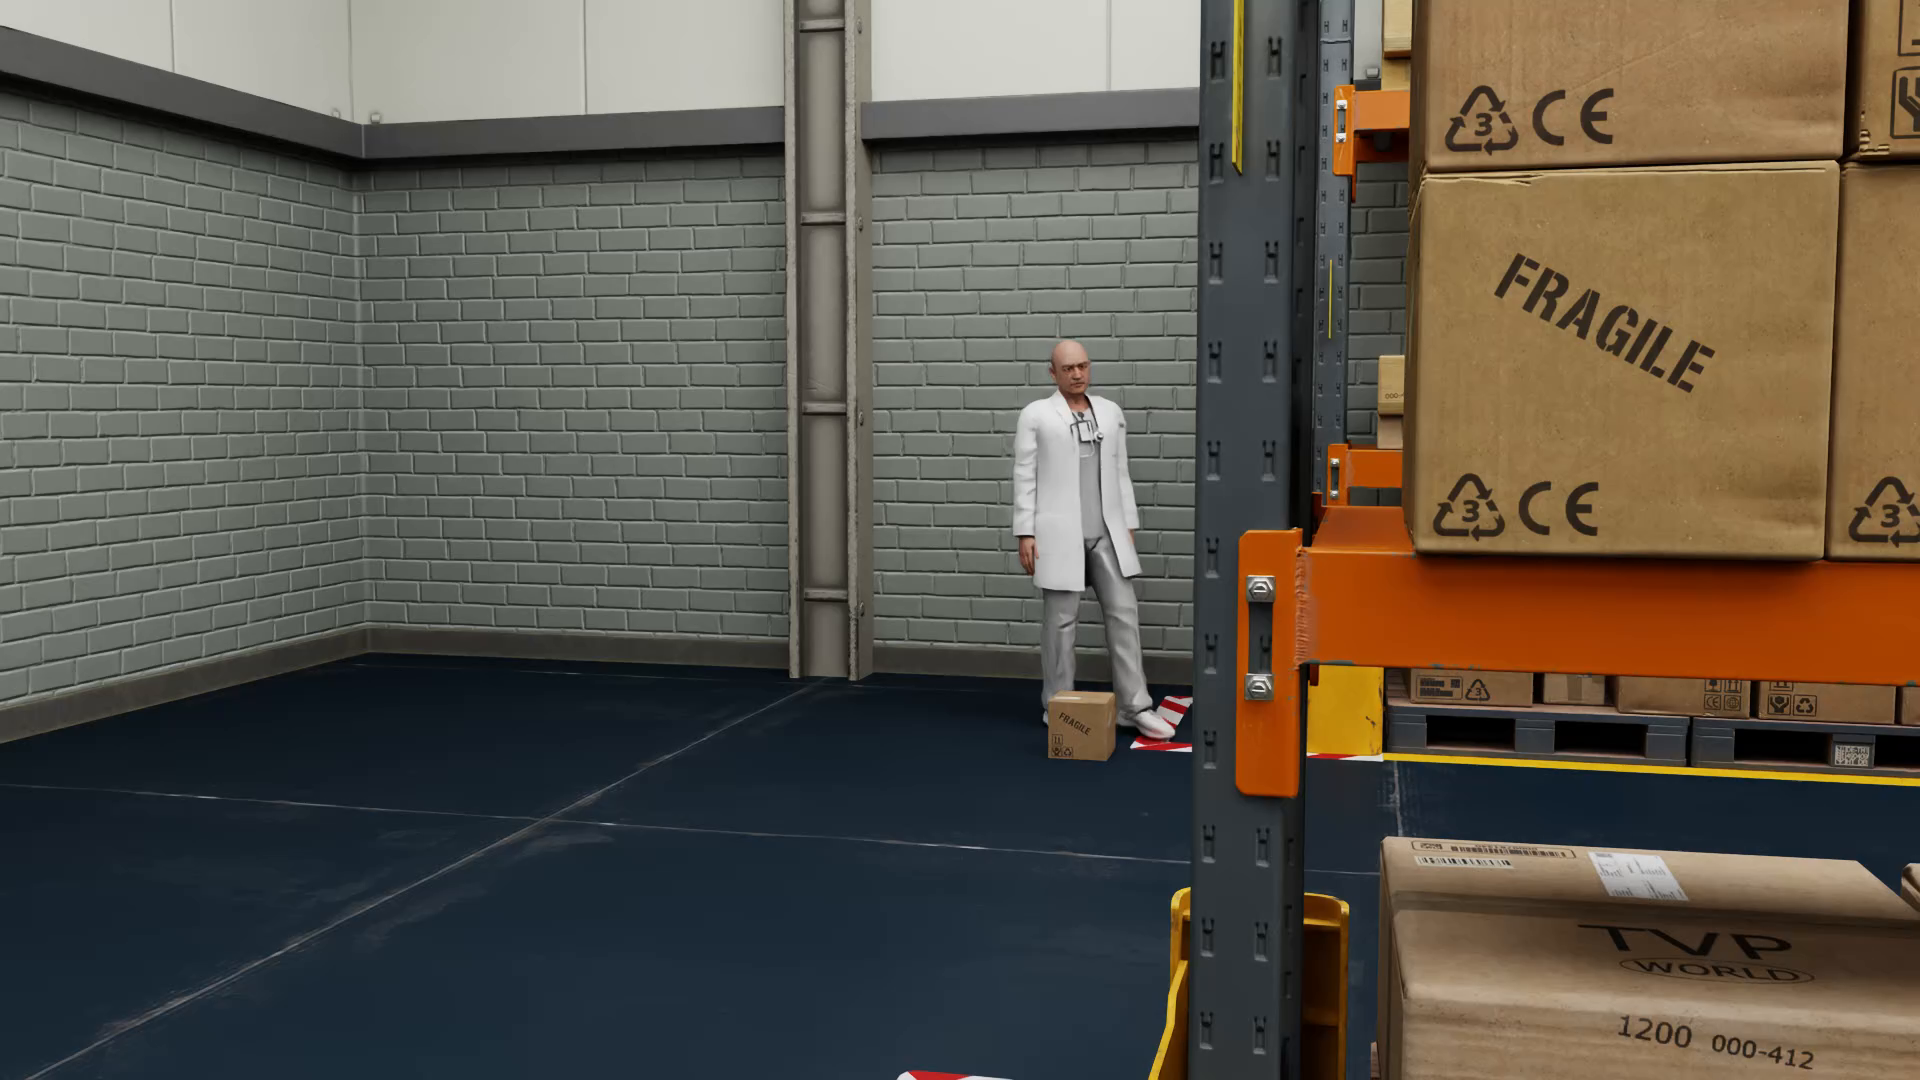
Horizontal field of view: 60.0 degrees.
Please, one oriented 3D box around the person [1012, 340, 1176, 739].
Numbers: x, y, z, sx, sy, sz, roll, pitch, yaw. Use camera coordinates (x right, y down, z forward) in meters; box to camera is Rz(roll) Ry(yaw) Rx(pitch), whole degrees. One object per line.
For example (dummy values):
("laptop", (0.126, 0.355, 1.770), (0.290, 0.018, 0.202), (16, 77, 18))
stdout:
("person", (0.587, -0.011, 7.488), (0.611, 1.775, 0.629), (-2, 5, -18))
